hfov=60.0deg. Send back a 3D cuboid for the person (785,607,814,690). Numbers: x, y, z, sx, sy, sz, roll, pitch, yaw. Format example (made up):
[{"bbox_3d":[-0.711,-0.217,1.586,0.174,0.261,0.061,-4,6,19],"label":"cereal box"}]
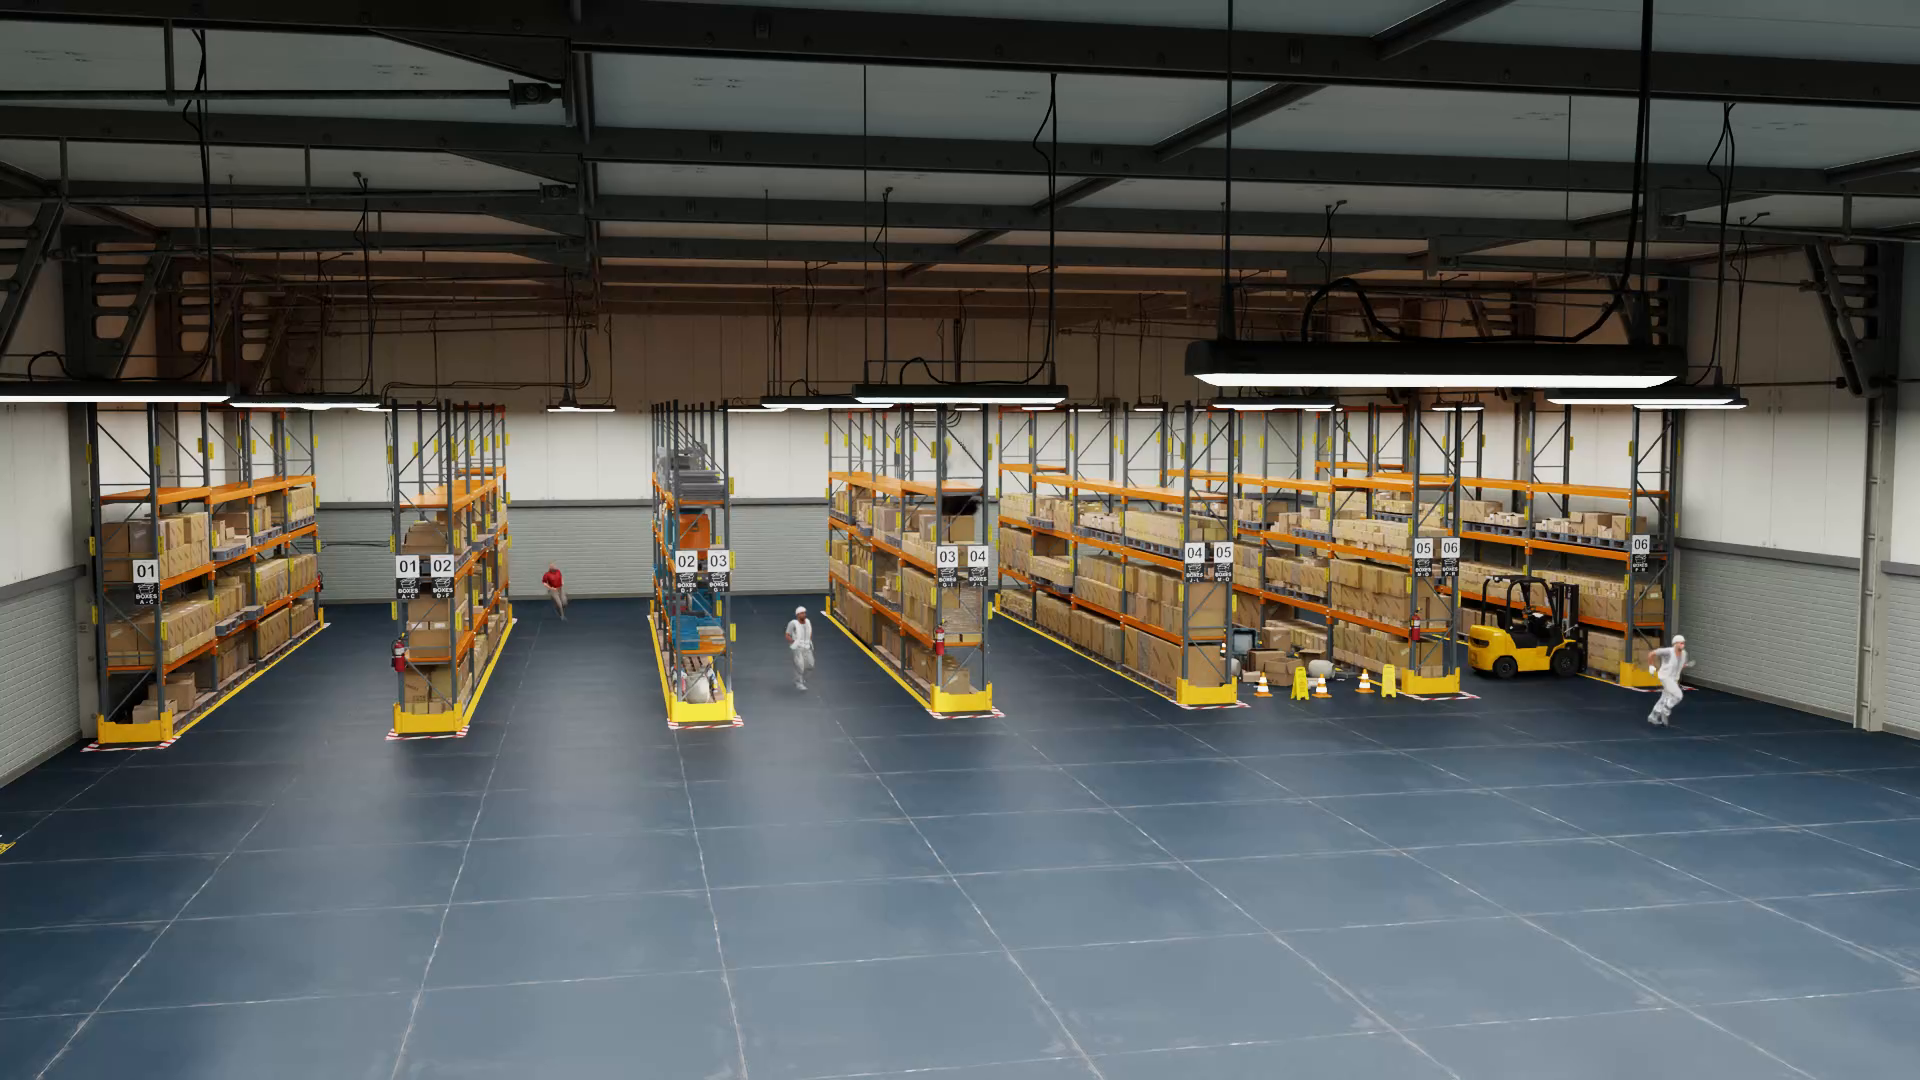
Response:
[{"bbox_3d":[-3.299,2.250,34.493,0.682,1.740,0.590,-3,5,-38],"label":"person"}]

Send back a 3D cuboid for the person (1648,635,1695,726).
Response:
[{"bbox_3d":[12.944,2.560,30.300,0.642,1.700,0.880,-2,5,-30],"label":"person"}]

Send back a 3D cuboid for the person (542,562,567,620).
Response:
[{"bbox_3d":[-11.300,1.424,46.284,0.611,1.641,0.736,4,6,43],"label":"person"}]
